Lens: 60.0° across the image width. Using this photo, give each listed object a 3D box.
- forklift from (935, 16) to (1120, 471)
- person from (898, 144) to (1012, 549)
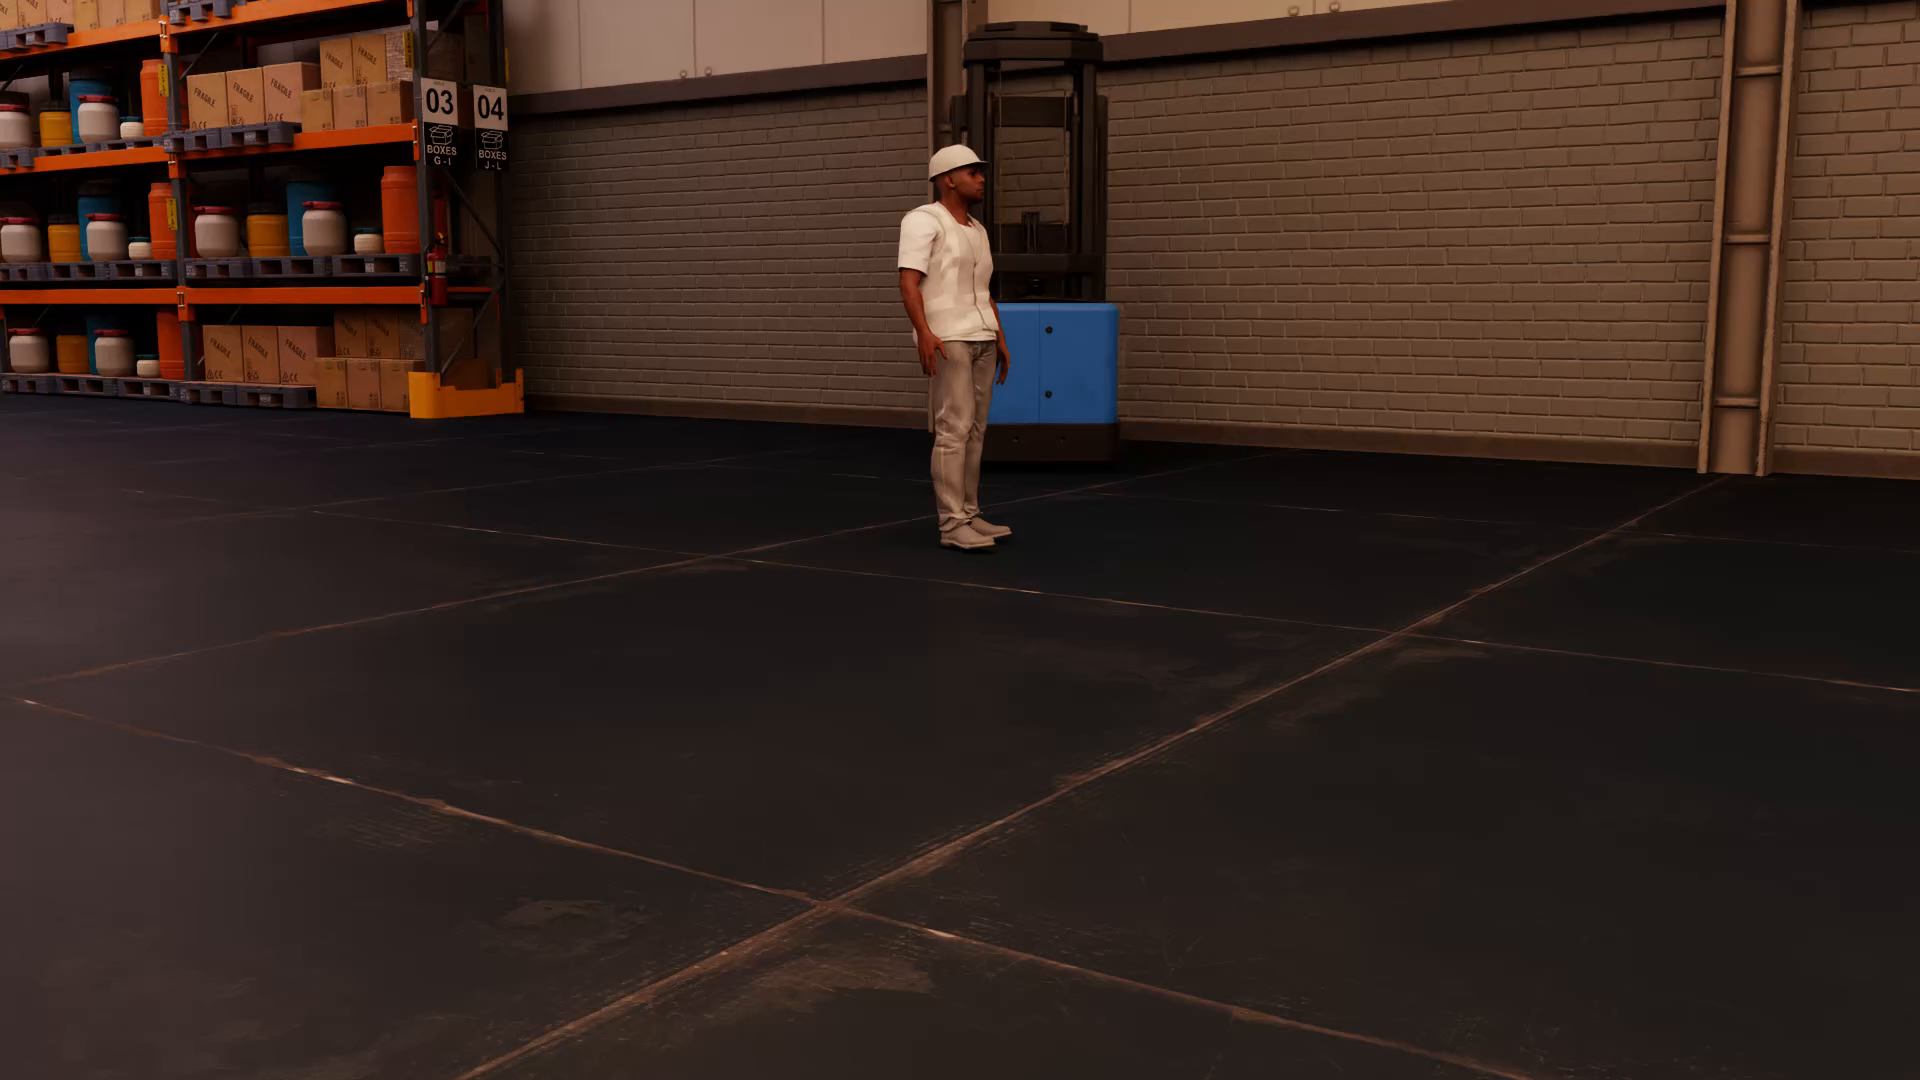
[{"bbox_3d":[0.552,-2.071,11.759,1.130,2.935,3.031,1,8,8],"label":"forklift"},{"bbox_3d":[0.054,-0.876,7.434,0.576,1.766,0.665,5,10,34],"label":"person"}]
